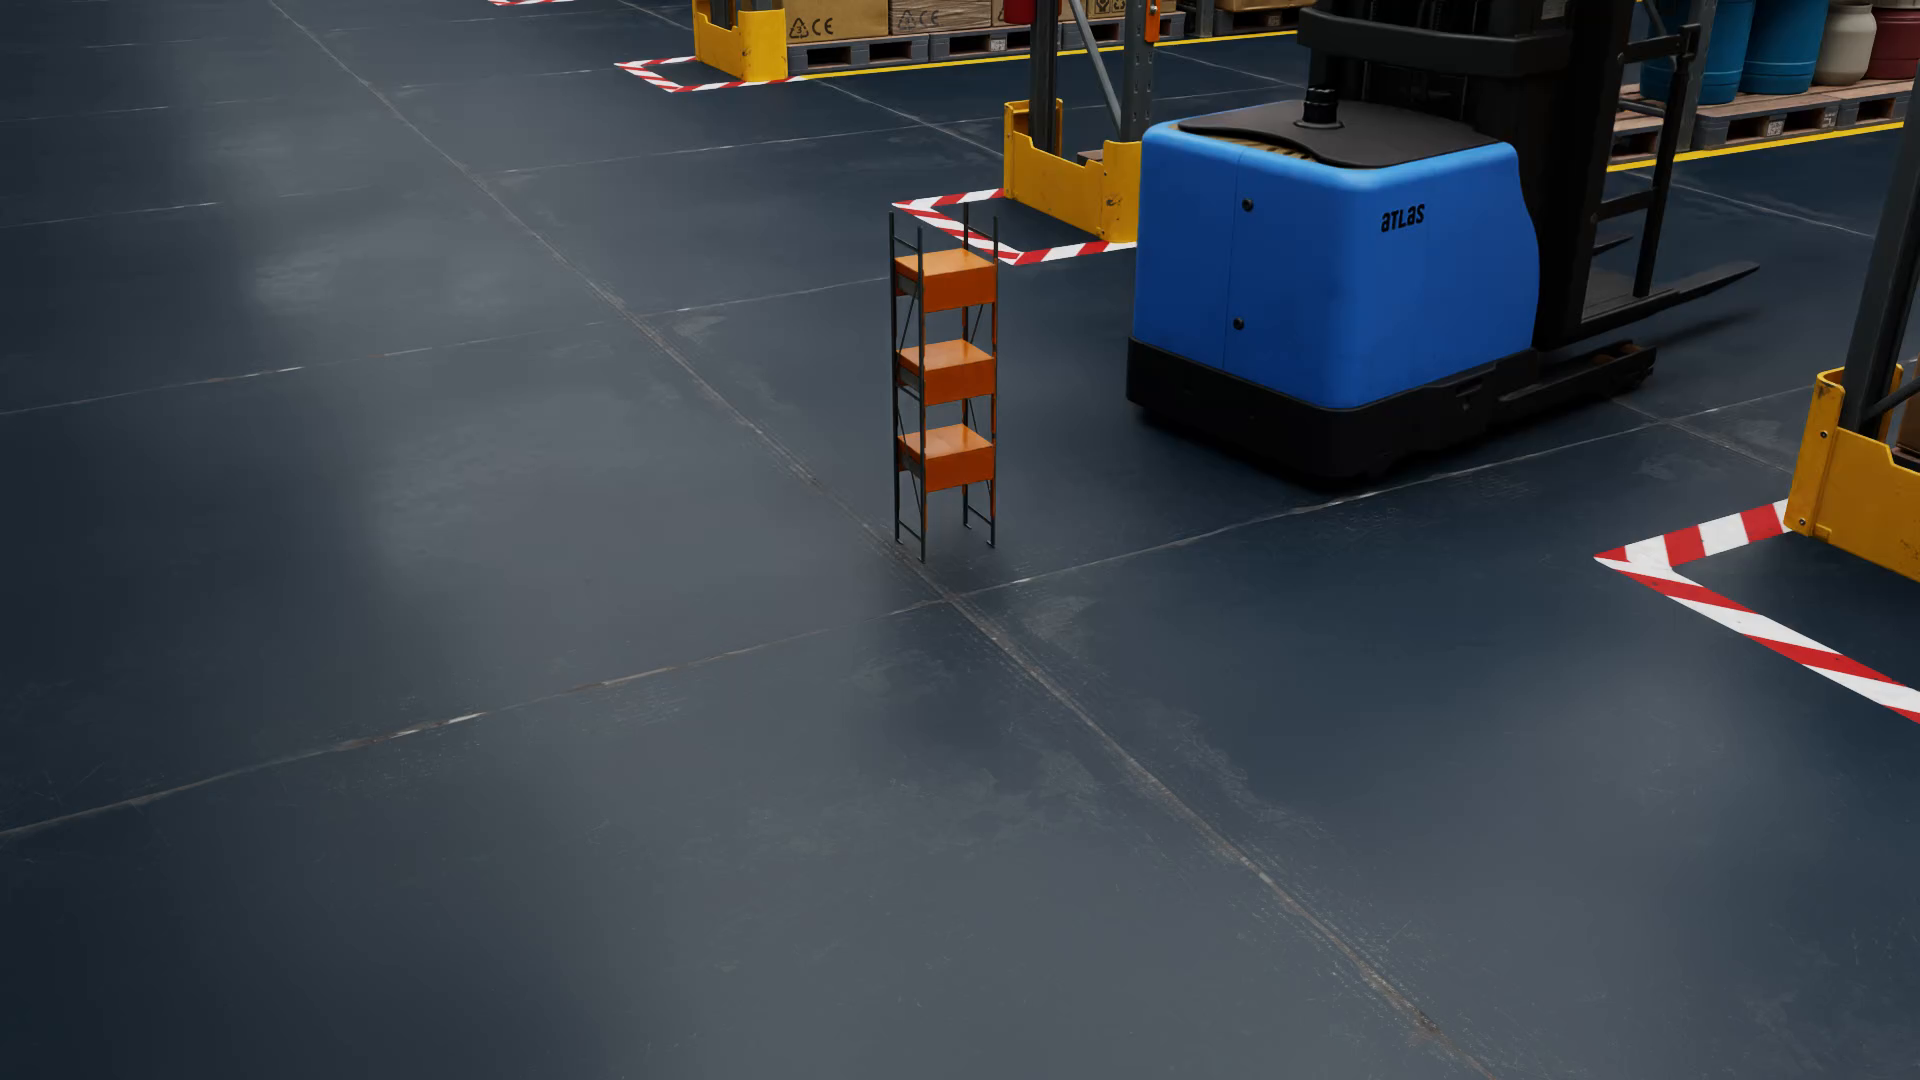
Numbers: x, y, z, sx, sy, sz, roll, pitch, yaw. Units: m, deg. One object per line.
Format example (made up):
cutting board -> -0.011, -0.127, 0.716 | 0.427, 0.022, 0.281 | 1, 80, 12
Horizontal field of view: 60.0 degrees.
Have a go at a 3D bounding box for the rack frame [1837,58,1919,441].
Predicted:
rack frame -> 2.989, -1.207, 4.297 | 0.127, 3.000, 1.000 | -13, 29, -25

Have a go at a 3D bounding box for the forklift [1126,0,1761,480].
forklift -> 2.088, -2.026, 6.082 | 3.031, 2.935, 1.130 | -19, 31, -34

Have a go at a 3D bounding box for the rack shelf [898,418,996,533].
rack shelf -> -0.047, -0.202, 5.125 | 0.240, 0.259, 0.215 | -13, 29, -25

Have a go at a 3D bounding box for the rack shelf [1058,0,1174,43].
rack shelf -> 2.426, -3.182, 9.243 | 4.000, 0.370, 1.077 | -13, 29, -25

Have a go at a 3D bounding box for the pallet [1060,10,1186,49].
pallet -> 1.152, -4.423, 14.219 | 1.213, 0.211, 1.003 | -13, 29, -25

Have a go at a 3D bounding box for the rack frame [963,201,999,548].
rack frame -> 0.060, -0.487, 5.052 | 0.008, 1.050, 0.200 | -13, 29, -25

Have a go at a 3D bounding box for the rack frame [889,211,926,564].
rack frame -> -0.155, -0.438, 4.948 | 0.008, 1.050, 0.200 | -13, 29, -25

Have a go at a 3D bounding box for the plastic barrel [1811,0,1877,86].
plastic barrel -> 5.844, -3.311, 11.069 | 0.421, 0.512, 0.421 | 0, 26, 0

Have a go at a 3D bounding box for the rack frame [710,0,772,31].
rack frame -> -1.670, -4.991, 12.179 | 0.127, 3.000, 1.000 | -13, 29, -25

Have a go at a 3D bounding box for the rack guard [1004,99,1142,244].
rack guard -> 0.646, -1.962, 8.759 | 0.348, 0.500, 1.175 | -13, 29, -25

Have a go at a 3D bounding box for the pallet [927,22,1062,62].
pallet -> 0.074, -4.173, 13.698 | 1.213, 0.211, 1.003 | -13, 29, -25

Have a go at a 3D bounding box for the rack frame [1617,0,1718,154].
rack frame -> 4.190, -3.914, 9.936 | 0.127, 3.000, 1.000 | -13, 29, -25

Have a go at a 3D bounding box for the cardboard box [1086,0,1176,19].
cardboard box -> 1.240, -4.933, 14.028 | 0.875, 0.875, 0.875 | -13, 29, -25

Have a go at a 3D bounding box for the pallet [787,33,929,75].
pallet -> -1.001, -3.926, 13.184 | 1.213, 0.211, 1.003 | -13, 29, -25

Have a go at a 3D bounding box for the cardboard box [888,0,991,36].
cardboard box -> -0.340, -4.568, 13.269 | 0.875, 0.875, 0.875 | -13, 29, -25

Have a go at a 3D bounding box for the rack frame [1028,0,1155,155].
rack frame -> 0.661, -3.099, 8.239 | 0.127, 3.000, 1.000 | -13, 29, -25

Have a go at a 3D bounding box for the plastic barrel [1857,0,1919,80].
plastic barrel -> 6.300, -3.494, 11.363 | 0.708, 0.588, 0.600 | -13, 29, -25

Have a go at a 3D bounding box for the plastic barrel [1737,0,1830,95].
plastic barrel -> 5.303, -3.406, 10.817 | 0.708, 0.901, 0.600 | -13, 29, -25

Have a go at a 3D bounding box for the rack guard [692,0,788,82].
rack guard -> -1.691, -3.859, 12.710 | 0.348, 0.500, 1.175 | -13, 29, -25

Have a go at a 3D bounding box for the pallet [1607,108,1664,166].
pallet -> 3.560, -2.492, 10.197 | 1.213, 0.211, 1.003 | -13, 29, -25

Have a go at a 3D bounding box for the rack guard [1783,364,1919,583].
rack guard -> 3.056, -0.095, 4.871 | 0.348, 0.500, 1.175 | -13, 29, -25

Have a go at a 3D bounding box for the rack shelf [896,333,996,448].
rack shelf -> -0.047, -0.453, 5.005 | 0.240, 0.259, 0.215 | -13, 29, -25

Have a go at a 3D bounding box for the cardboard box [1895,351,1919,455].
cardboard box -> 3.352, -0.483, 5.170 | 0.500, 0.500, 0.500 | -13, 29, -25

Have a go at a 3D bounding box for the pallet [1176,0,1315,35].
pallet -> 2.505, -4.734, 14.866 | 1.213, 0.211, 1.003 | -13, 29, -25

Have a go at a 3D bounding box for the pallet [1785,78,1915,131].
pallet -> 5.969, -3.048, 11.355 | 1.213, 0.211, 1.003 | -13, 29, -25

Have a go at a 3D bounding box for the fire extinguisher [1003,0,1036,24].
fire extinguisher -> 0.314, -3.039, 8.634 | 0.183, 0.674, 0.296 | -13, 29, -25

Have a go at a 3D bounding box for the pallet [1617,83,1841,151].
pallet -> 4.891, -2.798, 10.833 | 1.213, 0.211, 1.003 | -13, 29, -25

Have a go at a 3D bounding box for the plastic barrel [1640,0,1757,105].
plastic barrel -> 4.678, -3.261, 10.516 | 0.708, 0.901, 0.600 | -13, 29, -25

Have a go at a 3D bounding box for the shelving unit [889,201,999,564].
shelving unit -> -0.047, -0.462, 5.000 | 0.252, 1.050, 0.215 | -13, 29, -25

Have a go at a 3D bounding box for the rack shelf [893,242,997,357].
rack shelf -> -0.047, -0.709, 4.882 | 0.240, 0.259, 0.215 | -13, 29, -25

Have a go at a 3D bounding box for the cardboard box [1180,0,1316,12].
cardboard box -> 2.415, -5.175, 14.532 | 0.875, 0.875, 1.225 | -13, 29, -25

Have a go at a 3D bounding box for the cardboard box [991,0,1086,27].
cardboard box -> 0.446, -4.750, 13.646 | 0.875, 0.875, 0.875 | -13, 29, -25

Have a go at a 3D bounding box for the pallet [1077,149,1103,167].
pallet -> 1.407, -1.995, 9.161 | 1.213, 0.211, 1.003 | -13, 29, -25

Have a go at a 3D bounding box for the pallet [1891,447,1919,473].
pallet -> 3.759, -0.128, 5.272 | 1.213, 0.211, 1.003 | -13, 29, -25

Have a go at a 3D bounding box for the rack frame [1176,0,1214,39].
rack frame -> 1.860, -5.805, 13.876 | 0.127, 3.000, 1.000 | -13, 29, -25

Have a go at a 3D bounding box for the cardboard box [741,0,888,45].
cardboard box -> -1.143, -4.383, 12.883 | 0.875, 0.875, 0.875 | -13, 29, -25
